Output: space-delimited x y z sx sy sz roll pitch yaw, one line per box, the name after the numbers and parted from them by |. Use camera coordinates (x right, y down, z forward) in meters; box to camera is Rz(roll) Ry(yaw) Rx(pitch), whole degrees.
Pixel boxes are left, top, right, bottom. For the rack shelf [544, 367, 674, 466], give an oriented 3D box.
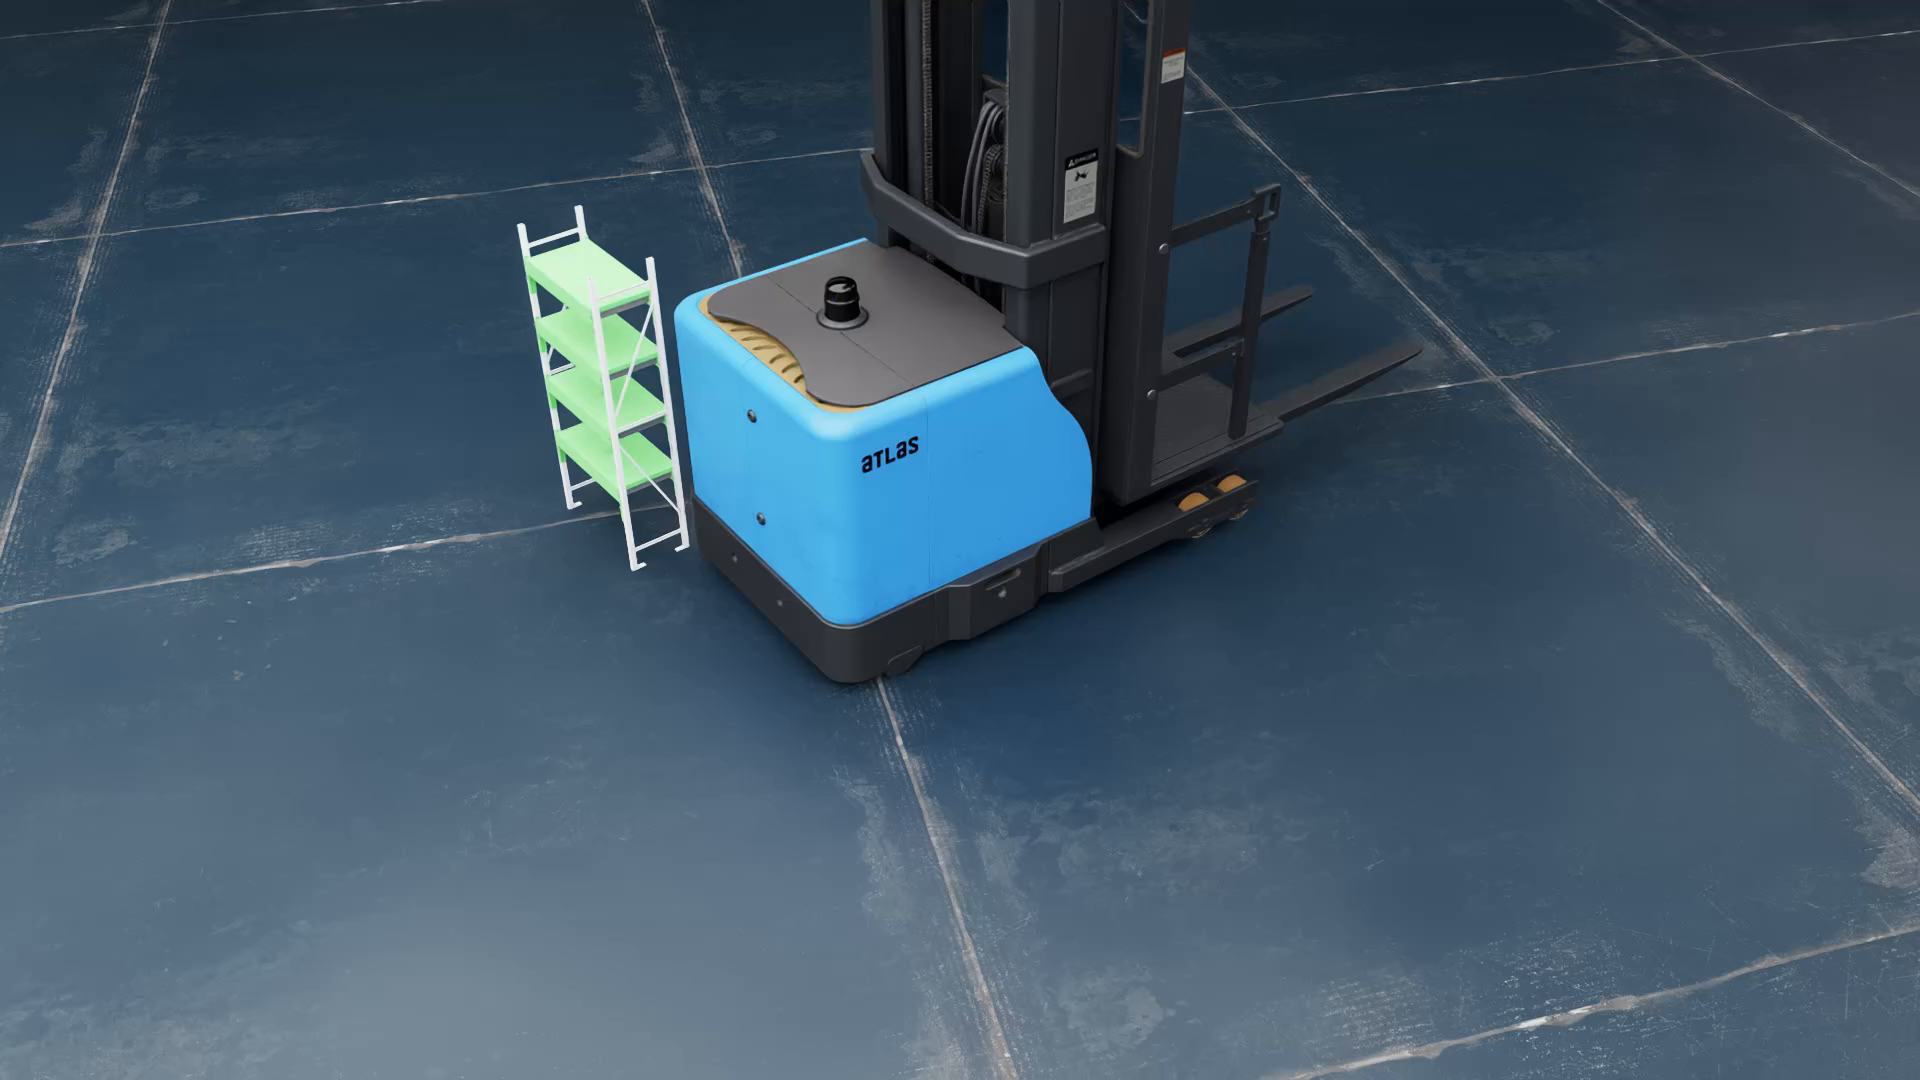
-1.262 -0.476 5.990 0.258 0.148 0.480 -26 44 -30 | rack shelf

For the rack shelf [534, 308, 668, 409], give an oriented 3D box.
-1.262 -0.666 5.844 0.258 0.148 0.480 -26 44 -30 | rack shelf

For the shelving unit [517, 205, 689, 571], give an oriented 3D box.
-1.262 -0.526 5.951 0.258 1.200 0.503 -26 44 -30 | shelving unit

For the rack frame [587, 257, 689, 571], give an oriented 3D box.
-1.110 -0.411 5.799 0.240 1.200 0.015 -26 44 -30 | rack frame

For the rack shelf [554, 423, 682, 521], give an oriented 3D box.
-1.262 -0.285 6.135 0.258 0.148 0.480 -26 44 -30 | rack shelf

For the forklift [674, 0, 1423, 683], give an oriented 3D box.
0.518 -1.409 5.679 3.031 2.935 1.130 -24 44 -28 | forklift

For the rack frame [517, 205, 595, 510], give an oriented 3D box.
-1.415 -0.642 6.102 0.240 1.200 0.015 -26 44 -30 | rack frame

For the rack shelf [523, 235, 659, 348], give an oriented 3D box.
-1.262 -0.857 5.698 0.258 0.148 0.480 -26 44 -30 | rack shelf
